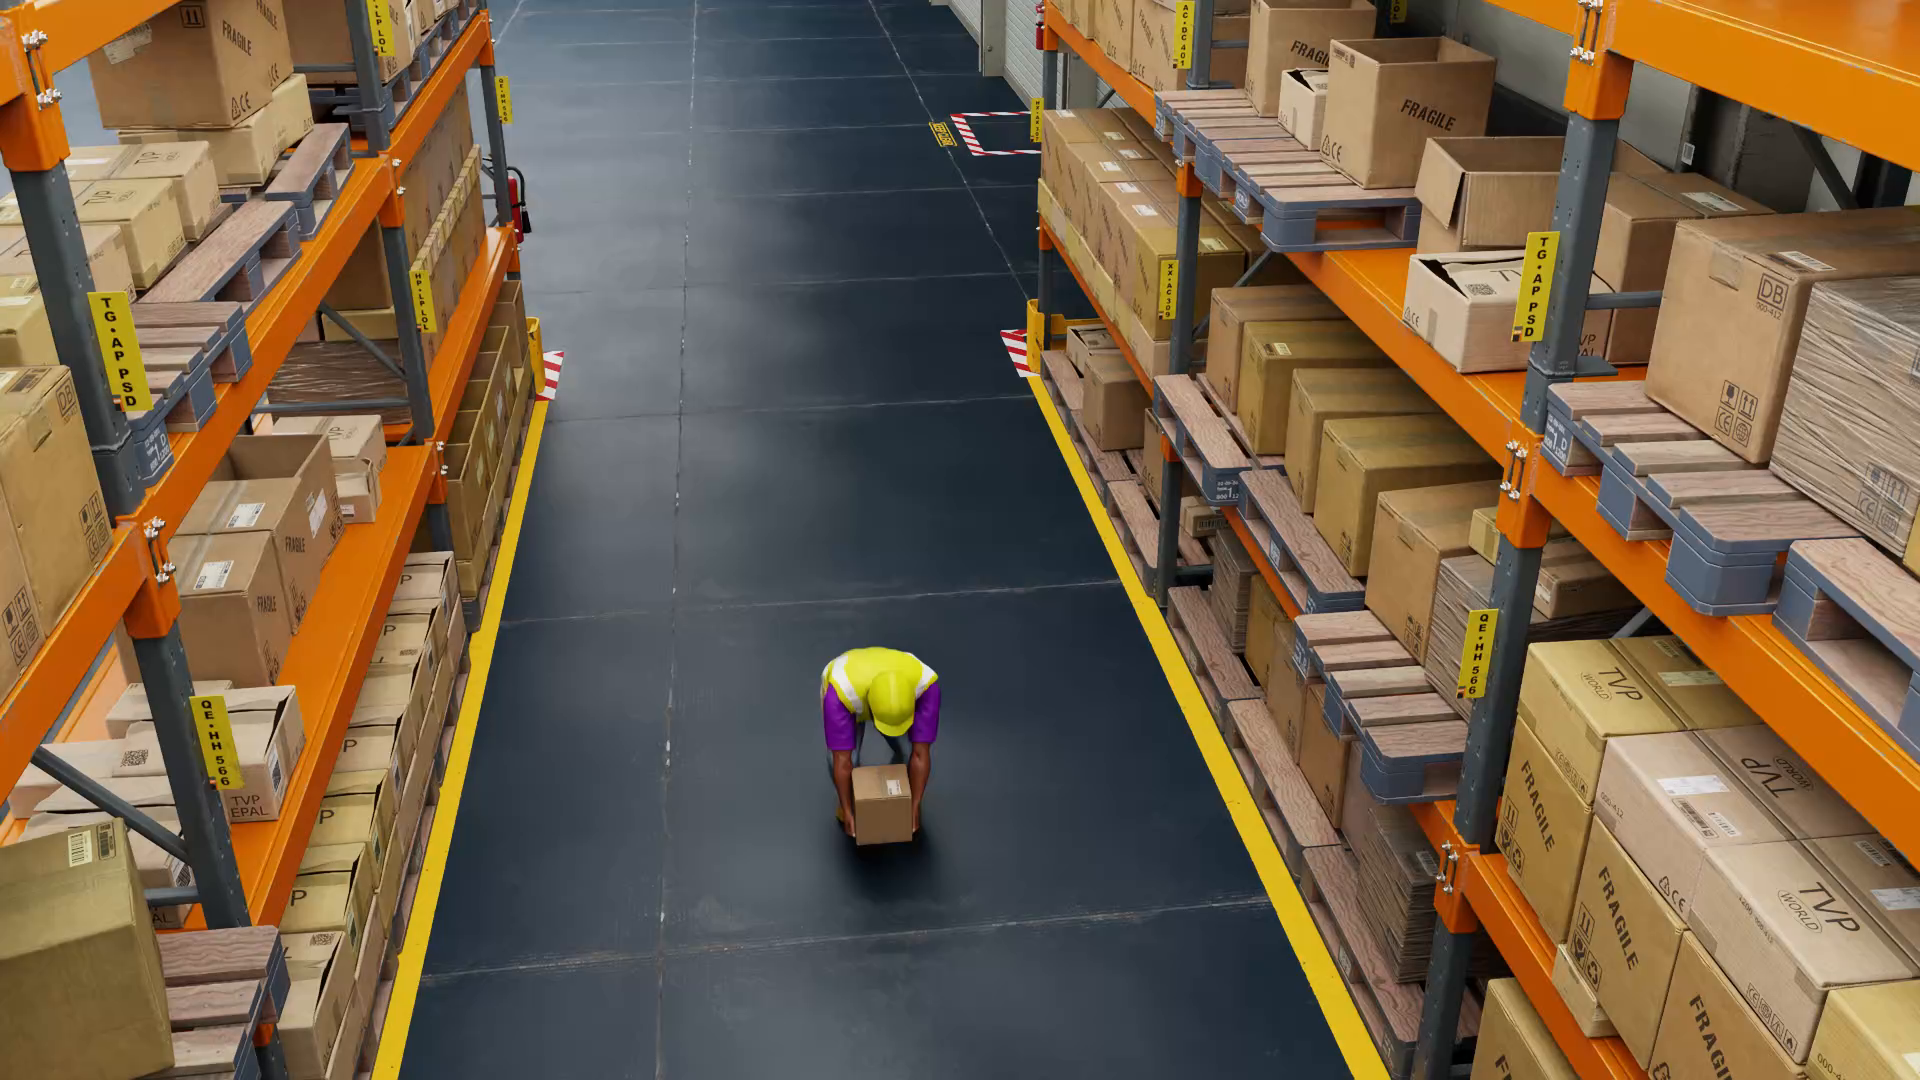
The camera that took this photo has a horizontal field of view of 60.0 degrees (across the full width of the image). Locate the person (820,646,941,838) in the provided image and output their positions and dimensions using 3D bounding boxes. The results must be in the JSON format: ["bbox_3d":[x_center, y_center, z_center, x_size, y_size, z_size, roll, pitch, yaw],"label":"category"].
[{"bbox_3d":[-0.368,0.880,7.704,0.536,1.011,0.904,-4,27,-8],"label":"person"}]
